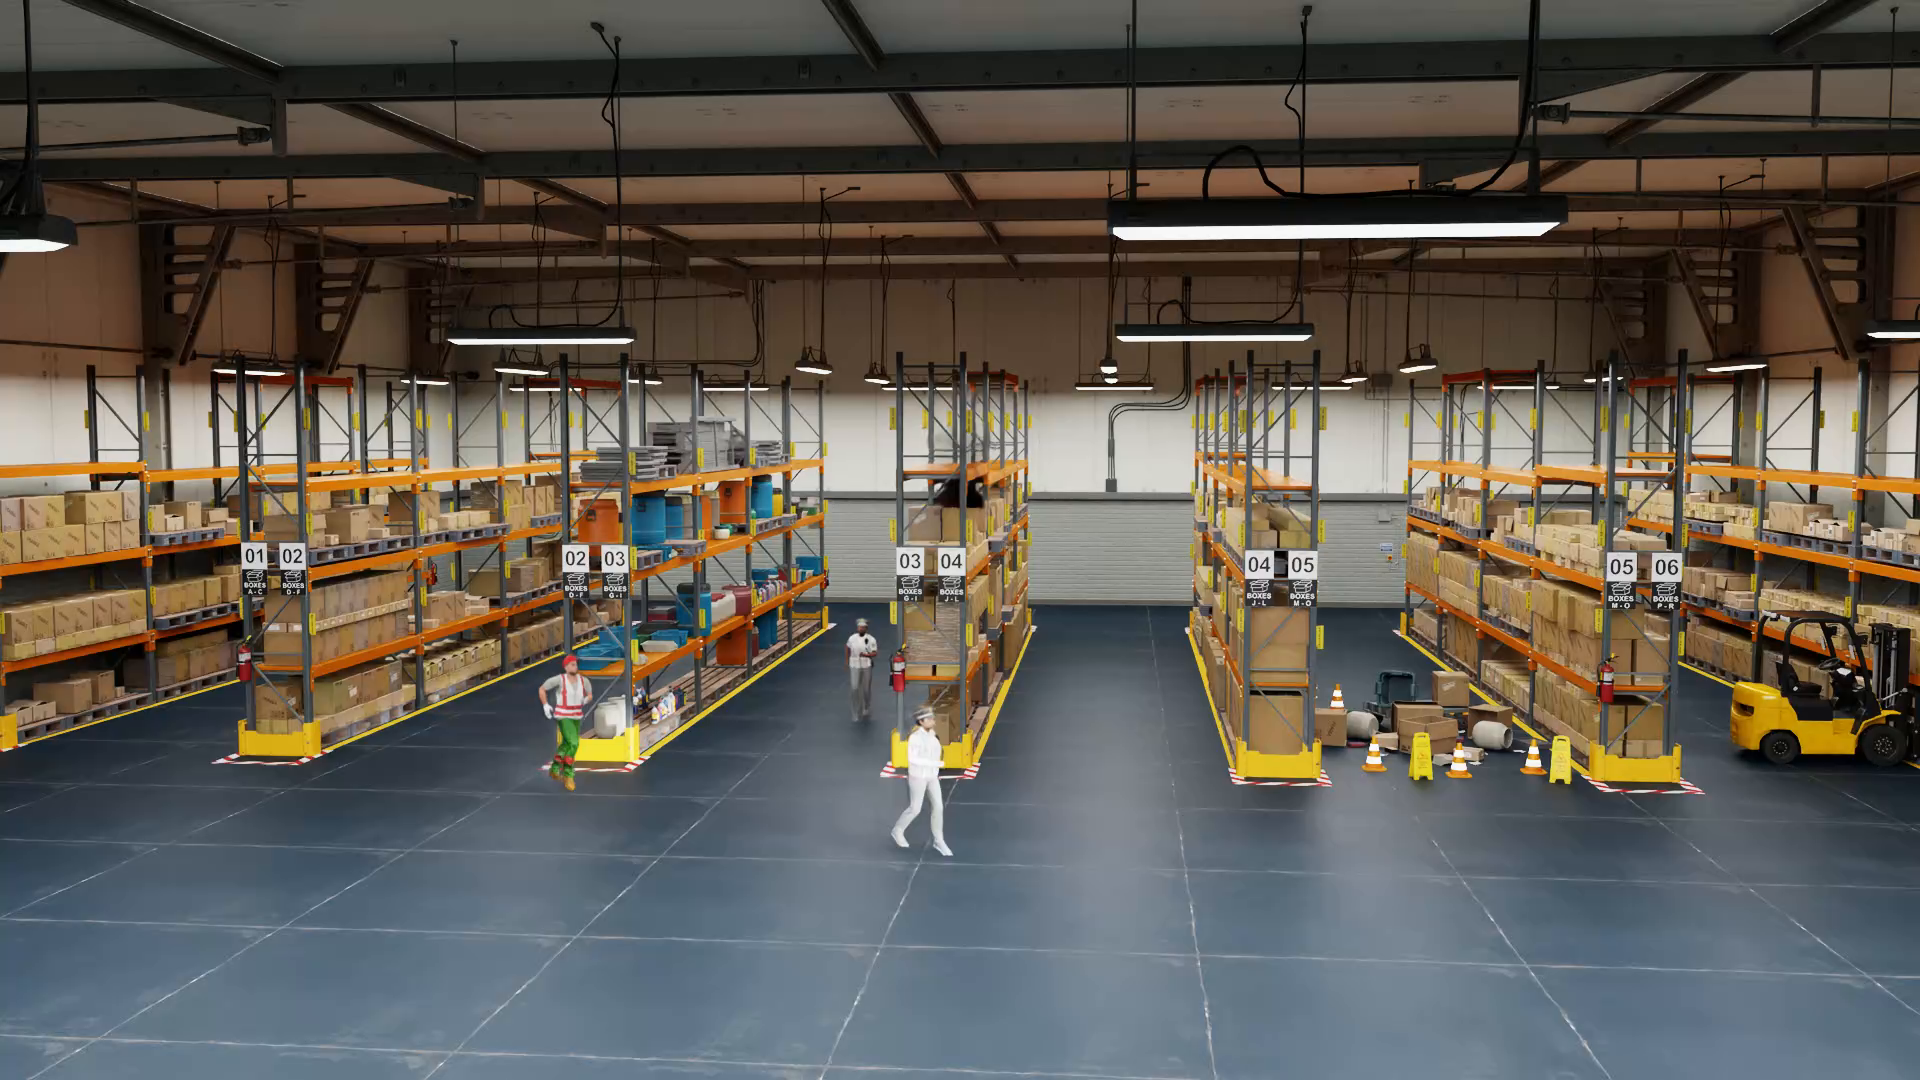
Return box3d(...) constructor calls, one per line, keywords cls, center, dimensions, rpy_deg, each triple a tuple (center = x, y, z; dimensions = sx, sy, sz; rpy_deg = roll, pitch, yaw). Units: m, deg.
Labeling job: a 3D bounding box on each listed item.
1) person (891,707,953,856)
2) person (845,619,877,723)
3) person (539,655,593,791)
box3d(cls="person", center=(-0.442, 2.787, 19.334), dimensions=(0.794, 1.744, 0.627), rpy_deg=(3, 5, 35))
box3d(cls="person", center=(-1.660, 2.185, 27.899), dimensions=(0.542, 1.749, 0.740), rpy_deg=(0, 4, -1))
box3d(cls="person", center=(-5.387, 2.480, 22.895), dimensions=(0.725, 1.816, 0.663), rpy_deg=(3, 5, 38))
